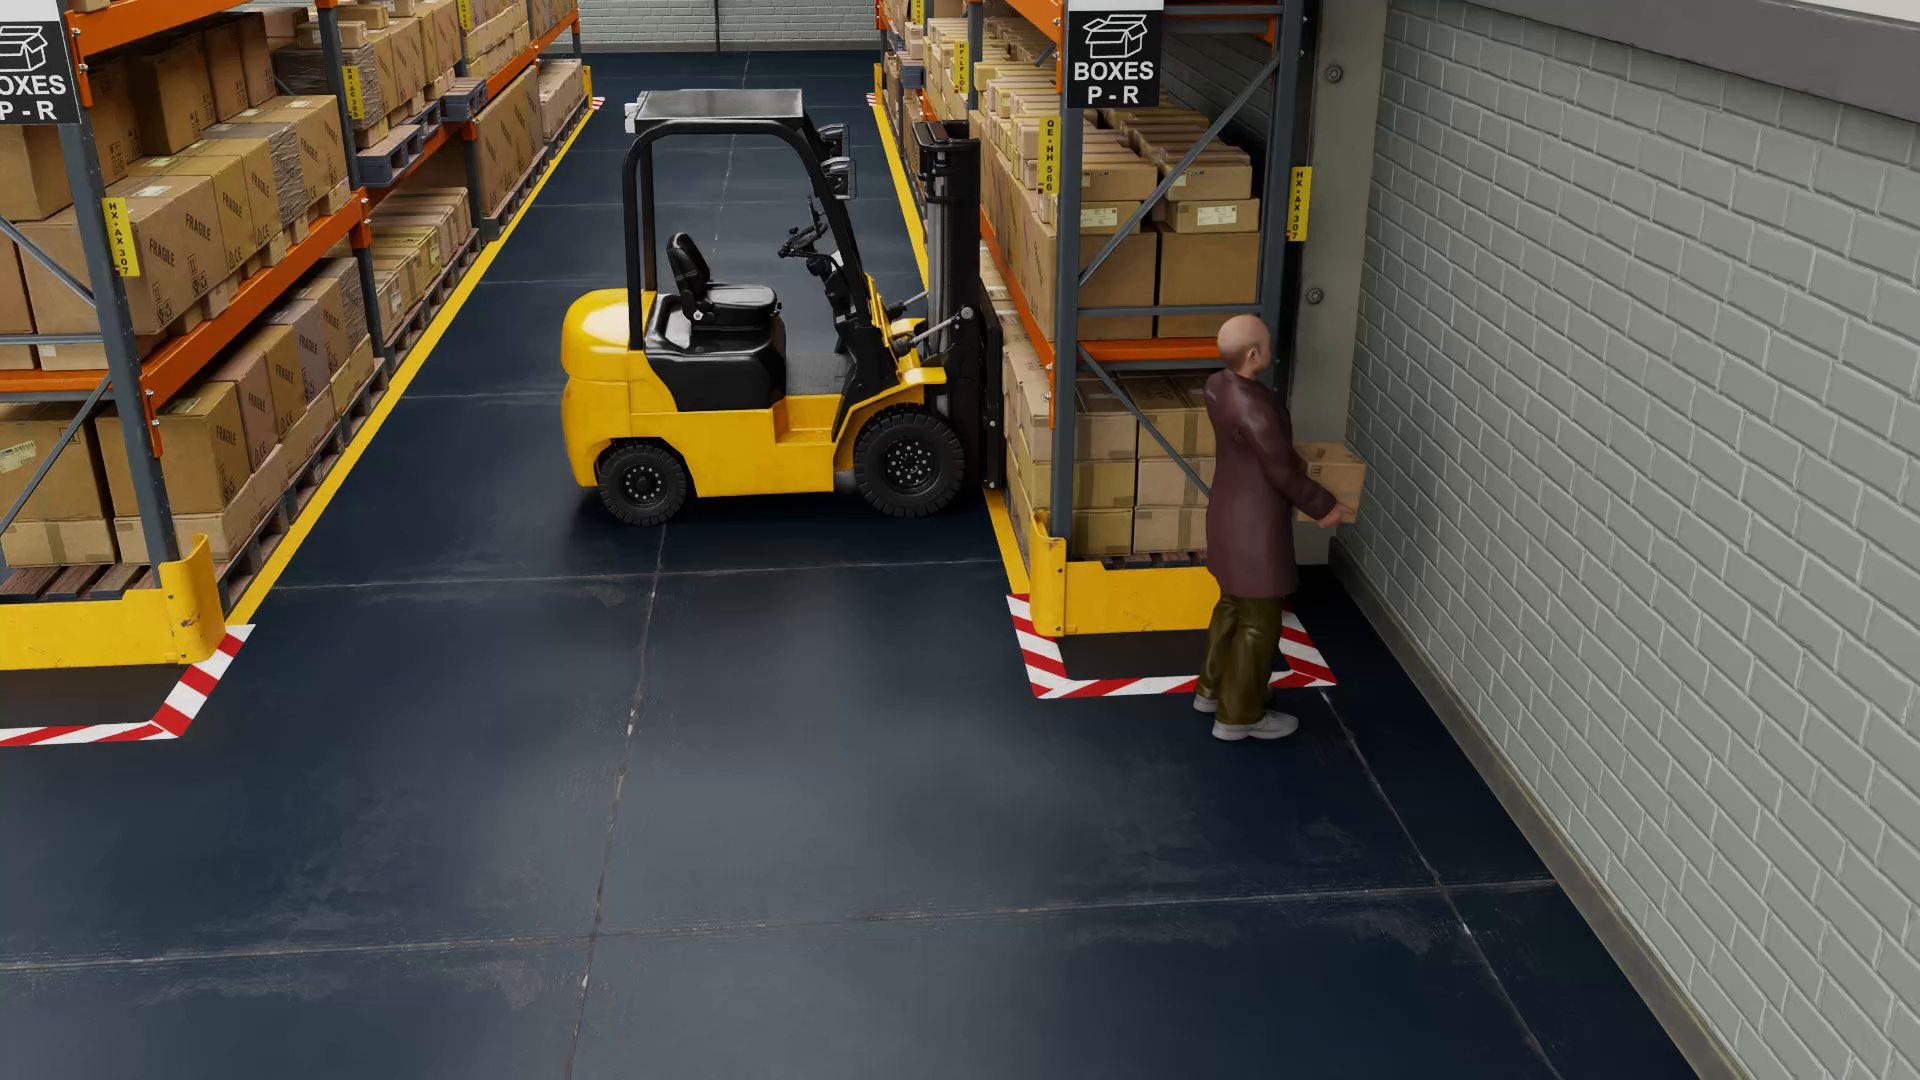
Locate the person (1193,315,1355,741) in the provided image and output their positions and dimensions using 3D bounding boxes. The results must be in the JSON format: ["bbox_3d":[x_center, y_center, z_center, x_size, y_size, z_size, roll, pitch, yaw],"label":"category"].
[{"bbox_3d":[1.270,-0.057,6.758,0.562,1.770,0.534,-5,24,-11],"label":"person"}]
